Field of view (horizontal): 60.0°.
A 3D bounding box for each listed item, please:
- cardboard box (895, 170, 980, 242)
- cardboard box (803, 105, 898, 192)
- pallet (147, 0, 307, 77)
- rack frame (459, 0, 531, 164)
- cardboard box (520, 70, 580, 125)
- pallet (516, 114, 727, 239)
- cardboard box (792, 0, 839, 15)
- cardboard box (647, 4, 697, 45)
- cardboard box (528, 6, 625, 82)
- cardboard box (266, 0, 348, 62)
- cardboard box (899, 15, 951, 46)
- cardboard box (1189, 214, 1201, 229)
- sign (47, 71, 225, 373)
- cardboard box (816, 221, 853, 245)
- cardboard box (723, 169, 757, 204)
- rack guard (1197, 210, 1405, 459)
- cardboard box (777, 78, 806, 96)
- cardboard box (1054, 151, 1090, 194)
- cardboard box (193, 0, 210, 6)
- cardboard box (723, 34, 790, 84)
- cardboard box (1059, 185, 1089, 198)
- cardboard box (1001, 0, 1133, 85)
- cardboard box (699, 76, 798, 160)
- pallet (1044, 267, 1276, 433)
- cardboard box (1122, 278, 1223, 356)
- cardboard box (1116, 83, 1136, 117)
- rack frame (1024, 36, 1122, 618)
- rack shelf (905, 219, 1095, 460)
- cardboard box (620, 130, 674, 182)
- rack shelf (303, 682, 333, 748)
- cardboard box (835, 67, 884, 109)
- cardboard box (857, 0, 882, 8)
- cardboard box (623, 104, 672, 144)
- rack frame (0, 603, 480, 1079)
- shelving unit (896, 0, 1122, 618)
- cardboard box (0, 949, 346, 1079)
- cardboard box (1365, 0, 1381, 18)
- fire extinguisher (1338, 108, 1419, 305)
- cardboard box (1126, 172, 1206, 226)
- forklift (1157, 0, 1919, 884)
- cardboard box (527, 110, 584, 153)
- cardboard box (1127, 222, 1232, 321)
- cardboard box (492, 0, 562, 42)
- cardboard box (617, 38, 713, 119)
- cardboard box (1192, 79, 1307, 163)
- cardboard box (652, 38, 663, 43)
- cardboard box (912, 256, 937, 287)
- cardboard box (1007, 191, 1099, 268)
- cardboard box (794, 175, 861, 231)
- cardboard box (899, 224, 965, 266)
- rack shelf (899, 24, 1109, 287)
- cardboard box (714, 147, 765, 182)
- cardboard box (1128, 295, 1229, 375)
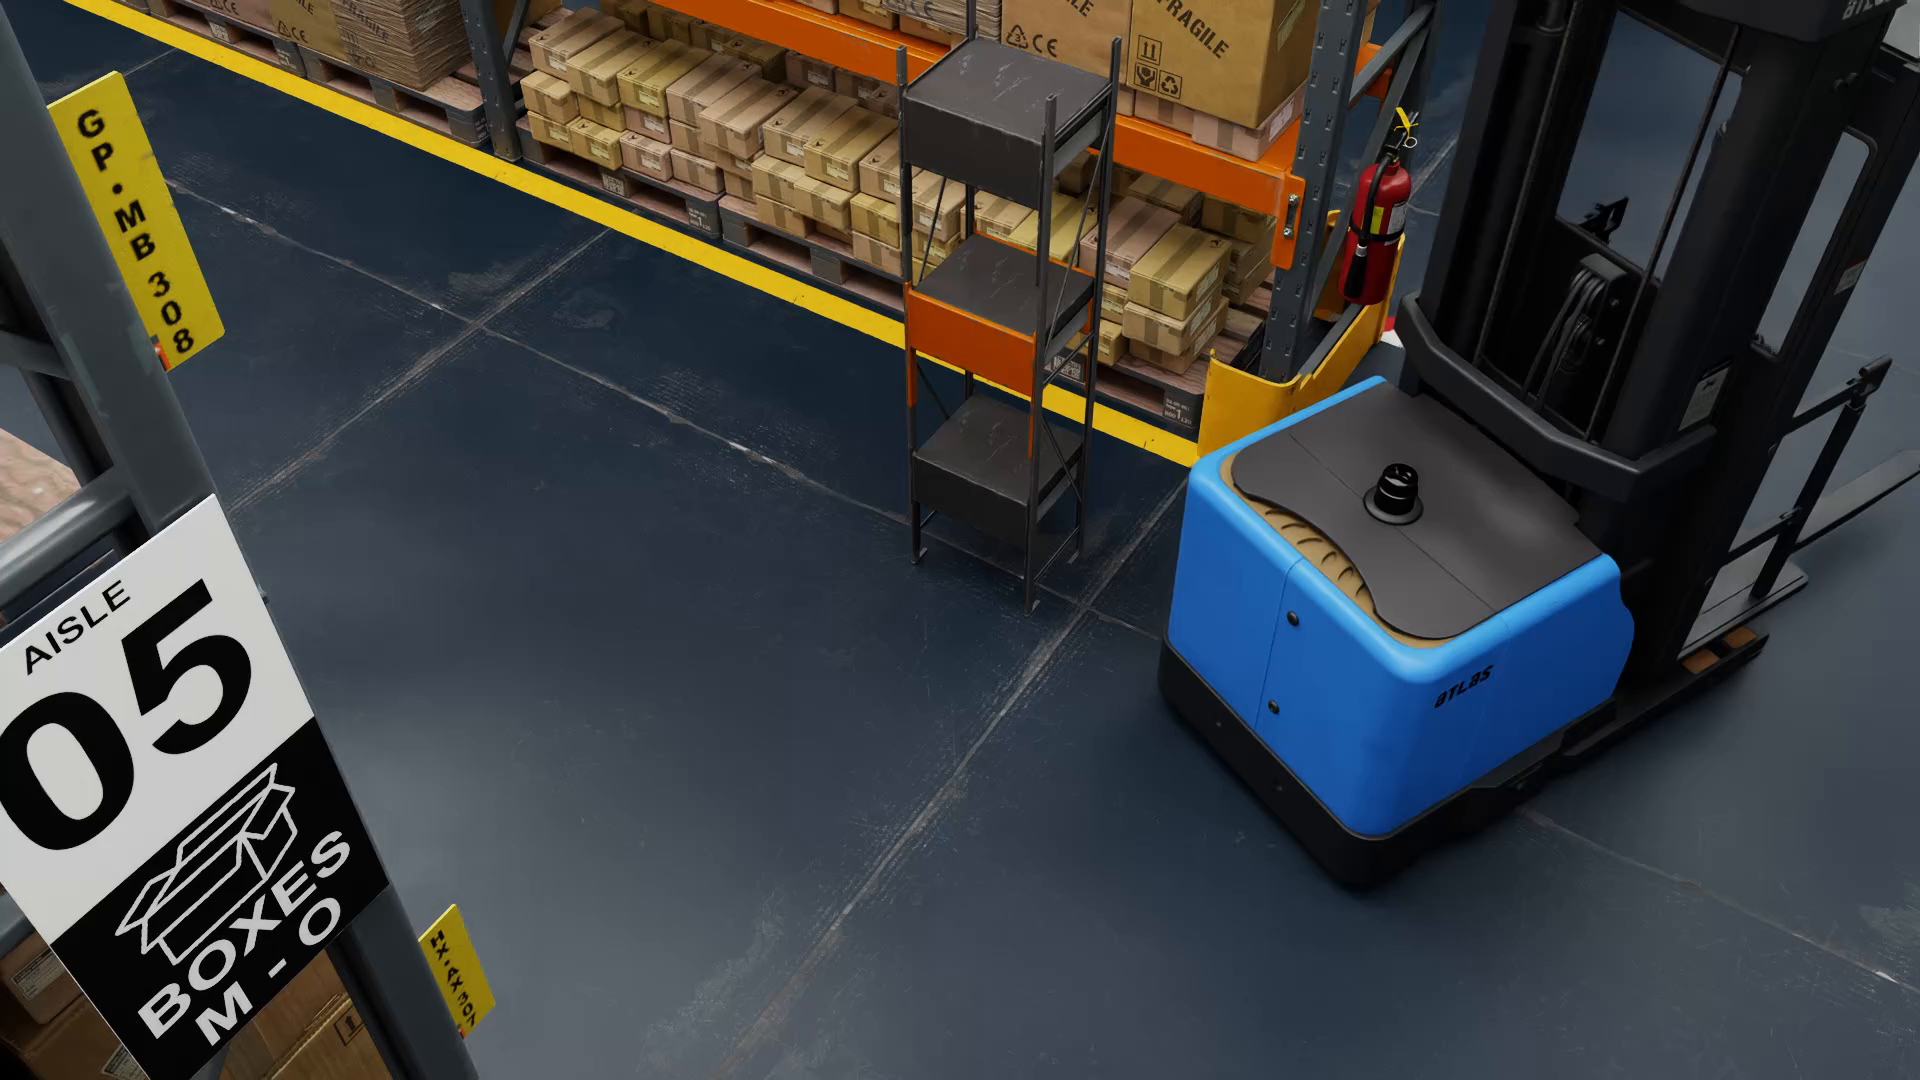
[{"bbox_3d":[-0.054,-1.408,6.807,0.250,0.149,0.380,27,51,23],"label":"cardboard box"},{"bbox_3d":[-0.451,-1.662,7.053,0.250,0.149,0.380,25,51,22],"label":"cardboard box"},{"bbox_3d":[-3.618,-2.981,8.999,1.213,0.211,1.003,25,51,22],"label":"pallet"},{"bbox_3d":[-1.931,-3.180,7.249,0.127,3.000,1.000,25,51,22],"label":"rack frame"},{"bbox_3d":[-1.799,-2.103,7.690,0.250,0.149,0.380,27,52,24],"label":"cardboard box"},{"bbox_3d":[-1.347,-1.970,8.017,1.213,0.211,1.003,25,51,22],"label":"pallet"},{"bbox_3d":[-0.484,-2.229,6.500,0.250,0.149,0.380,27,51,23],"label":"cardboard box"},{"bbox_3d":[-1.255,-2.485,7.853,0.250,0.149,0.380,25,51,23],"label":"cardboard box"},{"bbox_3d":[-1.753,-2.282,7.656,0.250,0.149,0.380,27,51,24],"label":"cardboard box"},{"bbox_3d":[-3.122,-2.789,8.319,0.500,0.500,0.500,24,50,21],"label":"cardboard box"},{"bbox_3d":[-0.028,-2.052,6.327,0.250,0.149,0.380,23,50,21],"label":"cardboard box"},{"bbox_3d":[0.933,-1.386,6.993,0.250,0.149,0.380,24,51,22],"label":"cardboard box"},{"bbox_3d":[-0.847,-0.314,1.708,0.005,0.325,0.100,25,51,22],"label":"sign"},{"bbox_3d":[-0.422,-1.465,7.277,0.250,0.149,0.380,26,51,23],"label":"cardboard box"},{"bbox_3d":[-0.851,-1.679,7.485,0.250,0.149,0.380,23,50,21],"label":"cardboard box"},{"bbox_3d":[1.372,-0.790,6.669,0.348,0.500,1.175,25,51,22],"label":"rack guard"},{"bbox_3d":[-0.642,-2.073,7.661,0.250,0.149,0.380,26,51,23],"label":"cardboard box"},{"bbox_3d":[0.485,-1.655,7.047,0.250,0.149,0.380,22,50,20],"label":"cardboard box"},{"bbox_3d":[-3.981,-3.188,8.706,0.500,0.500,0.500,23,50,21],"label":"cardboard box"},{"bbox_3d":[-0.865,-2.245,7.620,0.250,0.149,0.380,26,51,23],"label":"cardboard box"},{"bbox_3d":[0.522,-1.592,7.193,0.250,0.149,0.380,26,51,23],"label":"cardboard box"},{"bbox_3d":[0.488,-1.991,5.816,0.500,0.500,0.500,24,50,22],"label":"cardboard box"},{"bbox_3d":[-0.912,-1.836,7.223,0.250,0.149,0.380,26,51,23],"label":"cardboard box"},{"bbox_3d":[0.707,-1.025,7.099,1.213,0.211,1.003,25,51,22],"label":"pallet"},{"bbox_3d":[0.837,-0.920,6.540,0.250,0.149,0.380,23,50,21],"label":"cardboard box"},{"bbox_3d":[0.600,-1.707,5.992,0.250,0.149,0.380,24,51,22],"label":"cardboard box"},{"bbox_3d":[0.345,-0.573,5.343,0.015,2.100,0.400,25,51,22],"label":"rack frame"},{"bbox_3d":[0.139,-0.658,5.444,0.480,0.518,0.431,25,51,22],"label":"rack shelf"},{"bbox_3d":[-1.337,-1.830,7.632,0.250,0.149,0.380,24,51,22],"label":"cardboard box"},{"bbox_3d":[-2.835,-0.173,2.737,4.000,0.370,1.077,25,51,22],"label":"rack shelf"},{"bbox_3d":[-0.354,-2.099,7.479,0.250,0.149,0.380,23,50,21],"label":"cardboard box"},{"bbox_3d":[-0.358,-2.381,6.195,0.500,0.500,0.500,27,52,24],"label":"cardboard box"},{"bbox_3d":[-1.313,-1.987,7.577,0.250,0.149,0.380,24,51,22],"label":"cardboard box"},{"bbox_3d":[-1.152,1.396,2.802,0.127,3.000,1.000,25,51,22],"label":"rack frame"},{"bbox_3d":[0.139,-0.668,5.435,0.503,2.100,0.431,25,51,22],"label":"shelving unit"},{"bbox_3d":[-1.402,0.655,2.755,0.500,0.500,0.500,24,50,21],"label":"cardboard box"},{"bbox_3d":[1.207,-2.111,5.932,0.500,0.500,0.500,27,52,24],"label":"cardboard box"},{"bbox_3d":[1.399,-1.099,5.540,0.183,0.674,0.296,25,51,22],"label":"fire extinguisher"},{"bbox_3d":[0.881,-1.434,6.832,0.250,0.149,0.380,26,51,23],"label":"cardboard box"},{"bbox_3d":[2.190,-0.785,4.970,3.031,2.935,1.130,-25,51,-22],"label":"forklift"},{"bbox_3d":[-1.798,-1.998,7.795,0.250,0.149,0.380,23,50,20],"label":"cardboard box"},{"bbox_3d":[0.853,-1.044,6.453,0.250,0.149,0.380,25,51,23],"label":"cardboard box"},{"bbox_3d":[-2.410,-2.902,8.428,0.500,0.500,0.500,27,51,24],"label":"cardboard box"},{"bbox_3d":[-1.314,-2.071,7.451,0.250,0.149,0.380,24,50,22],"label":"cardboard box"},{"bbox_3d":[1.009,-1.500,5.791,0.250,0.149,0.380,25,51,22],"label":"cardboard box"},{"bbox_3d":[-1.260,-2.409,7.987,0.250,0.149,0.380,22,50,20],"label":"cardboard box"},{"bbox_3d":[-0.030,-1.204,7.023,0.250,0.149,0.380,23,50,20],"label":"cardboard box"},{"bbox_3d":[0.386,-1.199,6.604,0.250,0.149,0.380,24,50,21],"label":"cardboard box"},{"bbox_3d":[-0.496,-1.513,7.117,0.250,0.149,0.380,25,51,22],"label":"cardboard box"},{"bbox_3d":[-0.044,-1.313,6.922,0.250,0.149,0.380,25,51,23],"label":"cardboard box"},{"bbox_3d":[0.139,-1.146,4.942,0.480,0.518,0.431,25,51,22],"label":"rack shelf"},{"bbox_3d":[-0.868,-1.760,7.356,0.250,0.149,0.380,27,52,24],"label":"cardboard box"},{"bbox_3d":[0.880,-0.862,6.691,0.250,0.149,0.380,26,51,23],"label":"cardboard box"}]
